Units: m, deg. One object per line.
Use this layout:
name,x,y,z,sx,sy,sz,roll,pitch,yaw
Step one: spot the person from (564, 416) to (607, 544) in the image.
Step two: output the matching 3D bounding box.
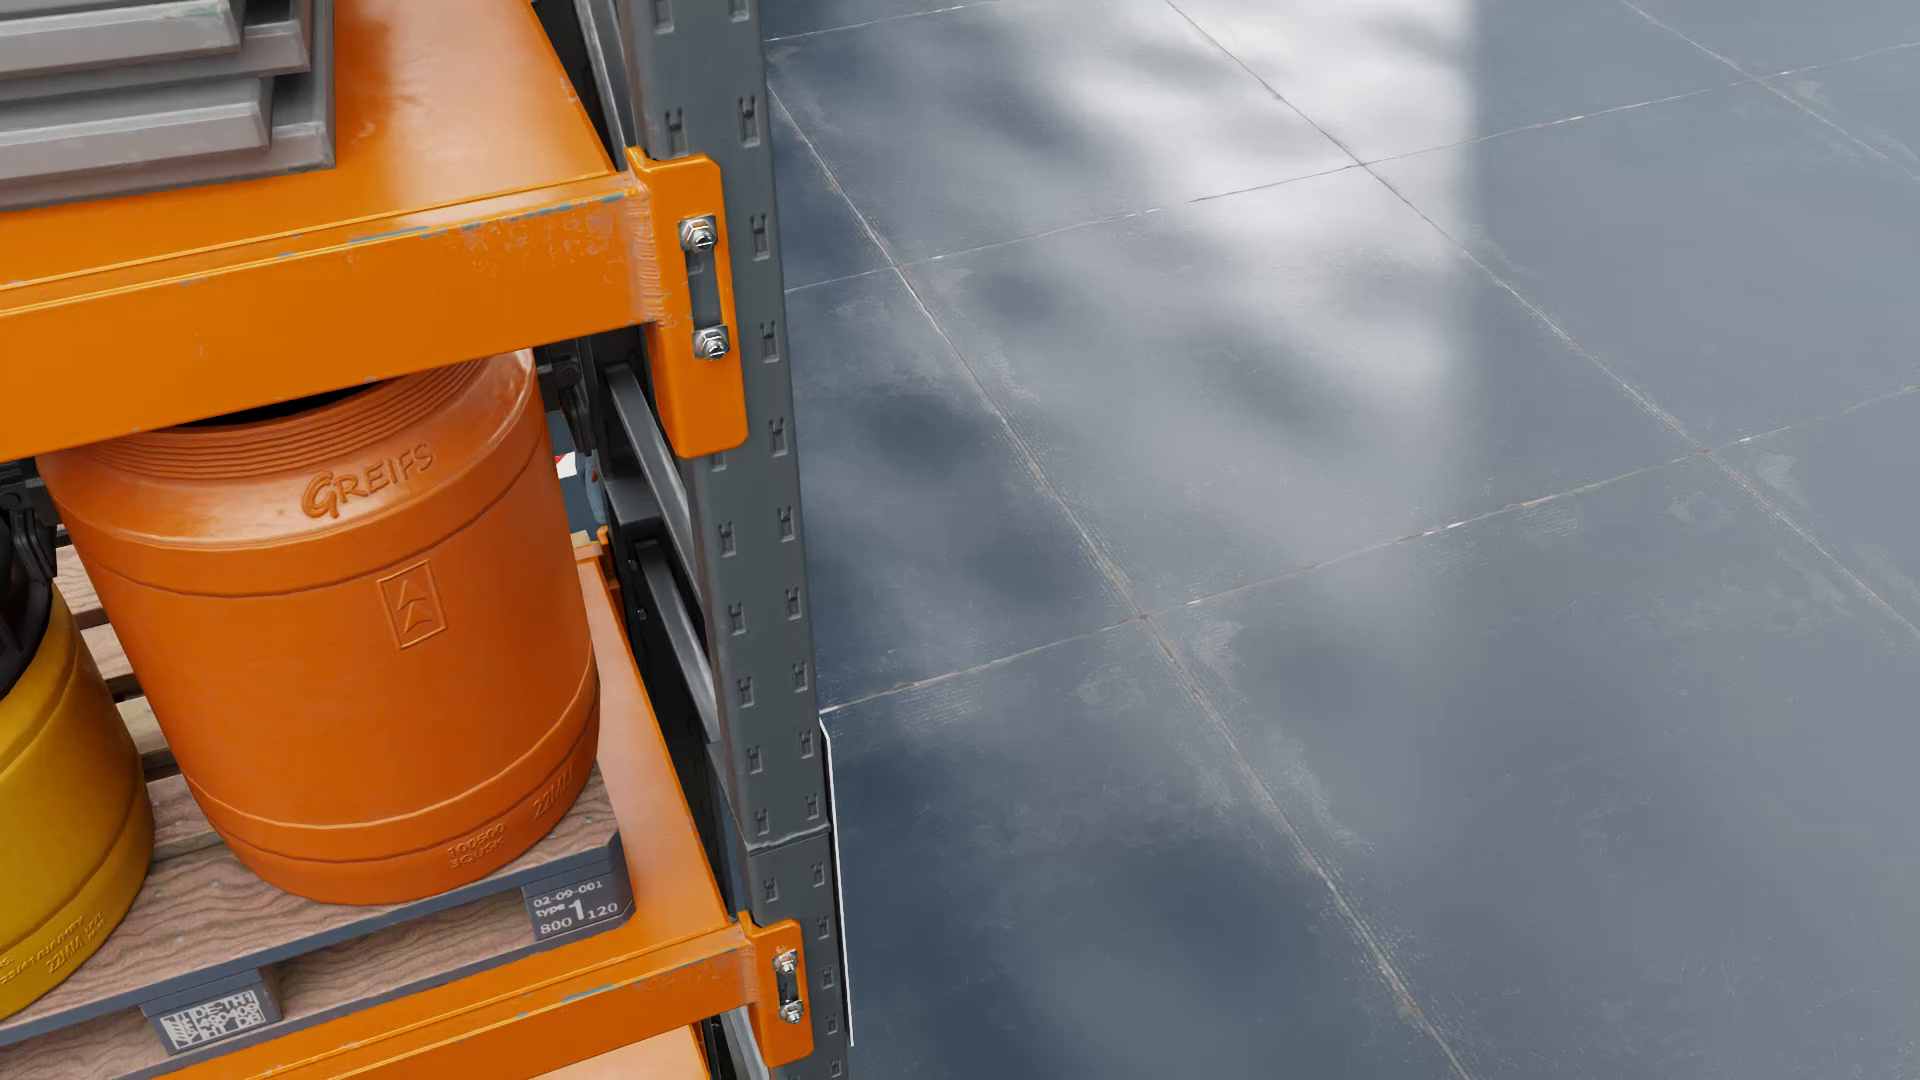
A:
person,-1.469,-0.470,6.676,0.463,1.760,0.631,-16,44,-17
